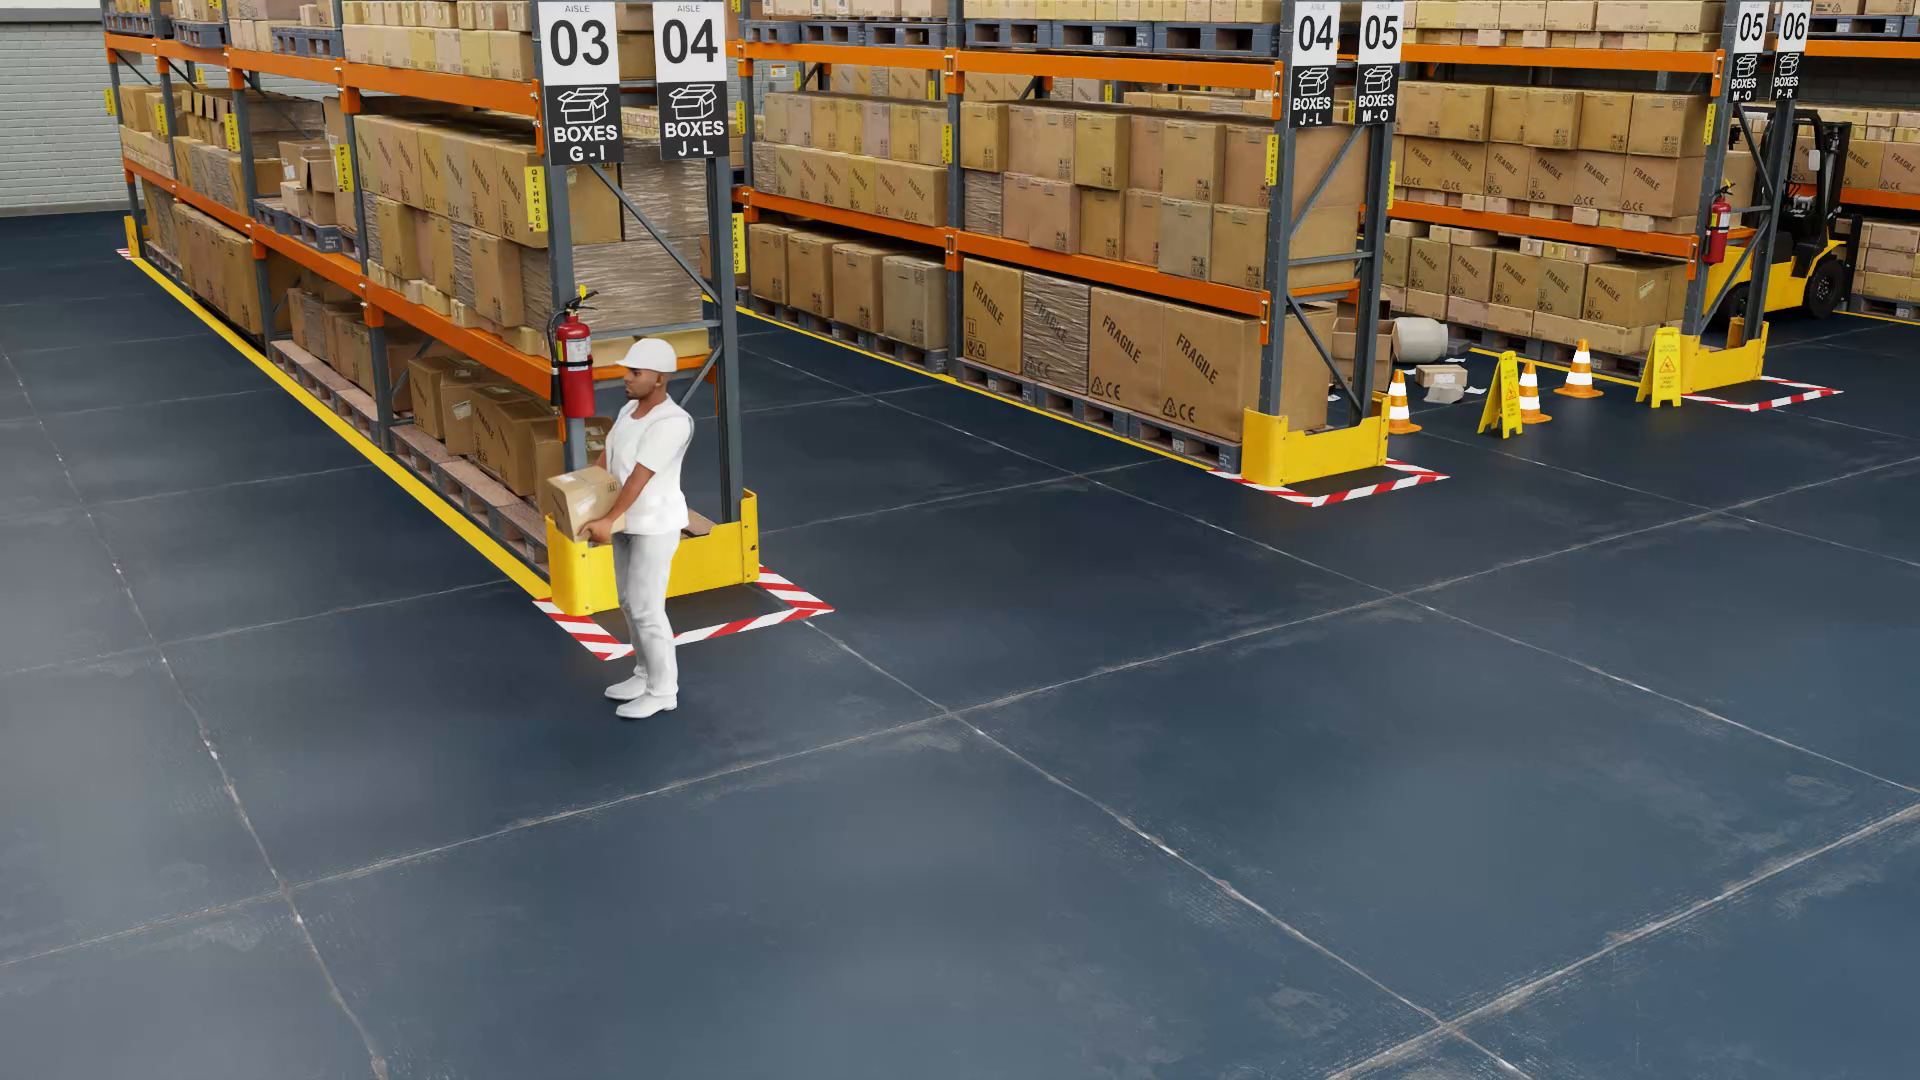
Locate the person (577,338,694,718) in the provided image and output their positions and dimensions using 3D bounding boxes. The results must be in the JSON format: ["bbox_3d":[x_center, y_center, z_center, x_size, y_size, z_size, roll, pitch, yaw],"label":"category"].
[{"bbox_3d":[-1.528,-0.046,7.666,0.576,1.760,0.503,-11,21,-30],"label":"person"}]
